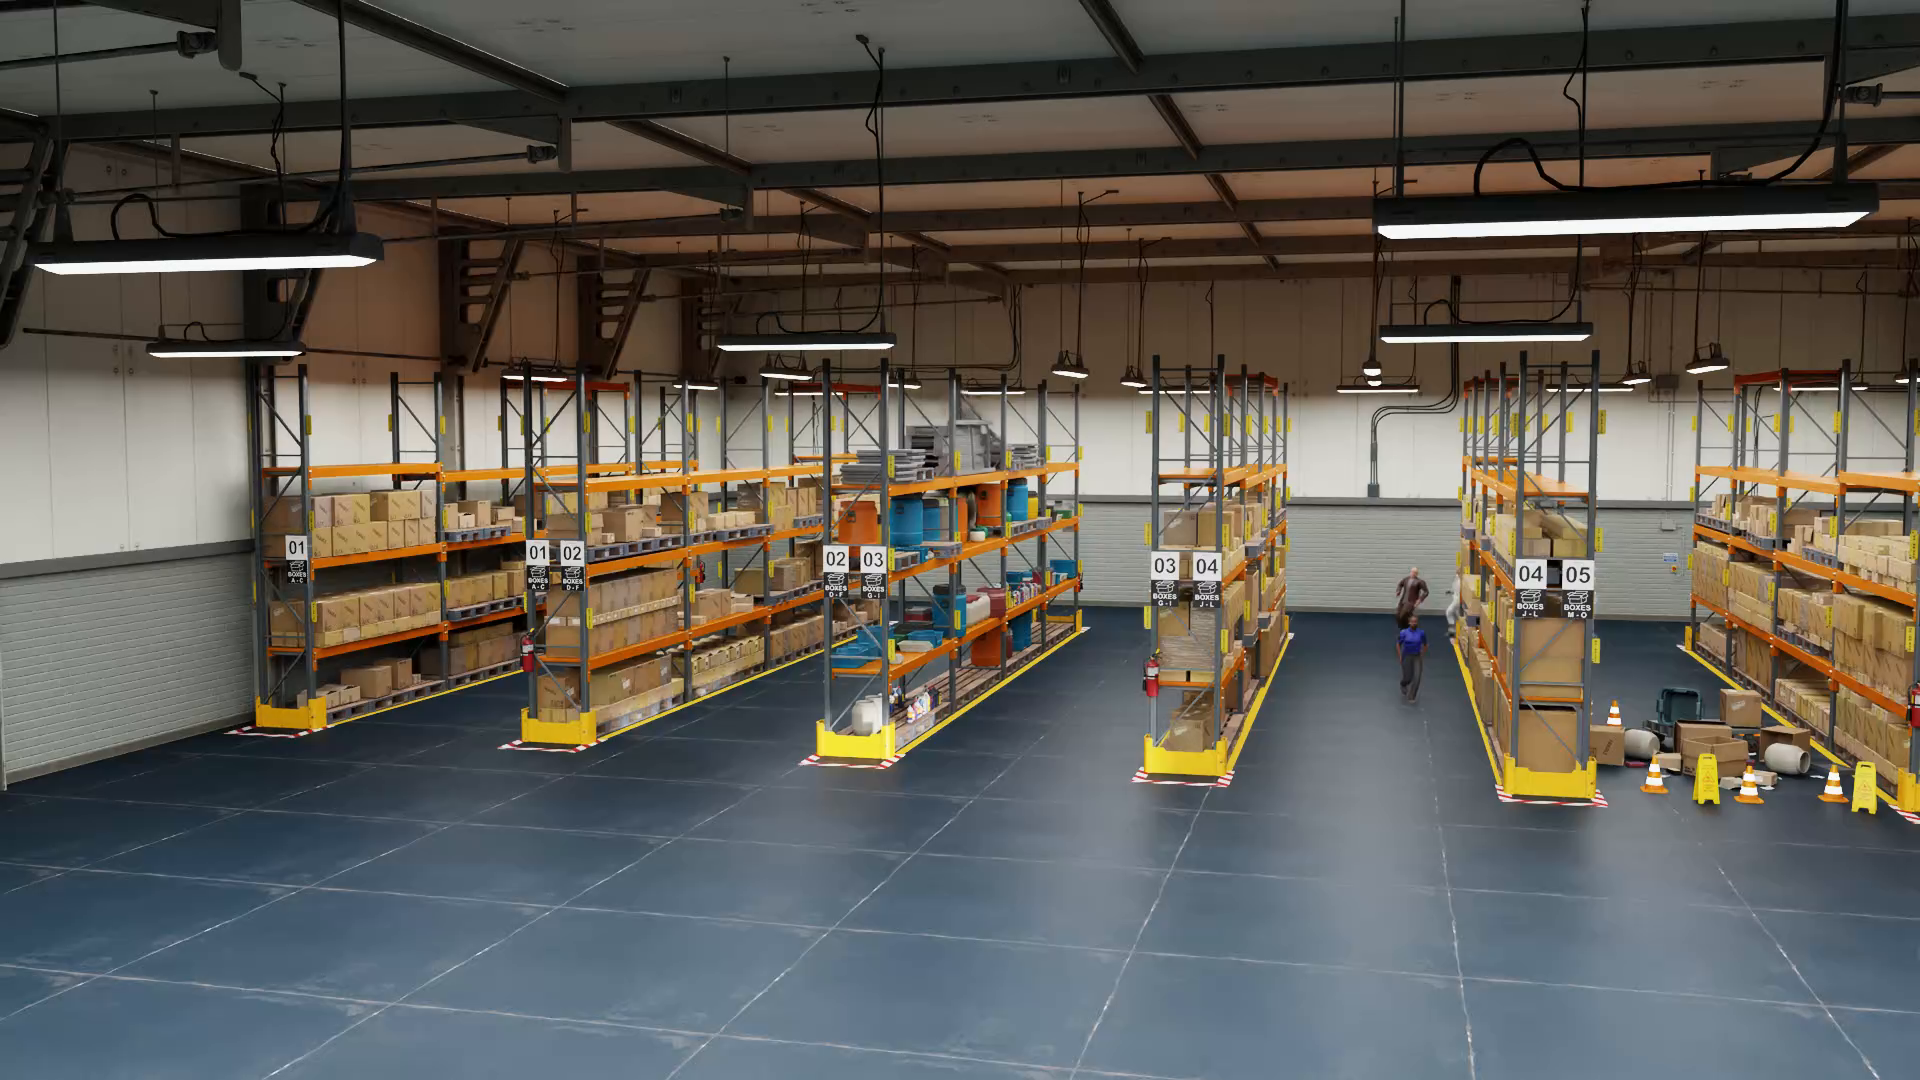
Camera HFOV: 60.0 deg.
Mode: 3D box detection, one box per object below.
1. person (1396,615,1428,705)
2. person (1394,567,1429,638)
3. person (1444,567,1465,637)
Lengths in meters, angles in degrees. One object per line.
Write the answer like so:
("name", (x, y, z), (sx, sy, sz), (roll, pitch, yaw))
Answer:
("person", (8.141, 2.144, 29.964), (0.558, 1.608, 0.592), (0, 4, 6))
("person", (10.494, 1.479, 38.859), (0.582, 1.688, 0.785), (-3, 5, -37))
("person", (11.796, 1.426, 39.193), (0.699, 1.800, 0.718), (0, 4, 0))
